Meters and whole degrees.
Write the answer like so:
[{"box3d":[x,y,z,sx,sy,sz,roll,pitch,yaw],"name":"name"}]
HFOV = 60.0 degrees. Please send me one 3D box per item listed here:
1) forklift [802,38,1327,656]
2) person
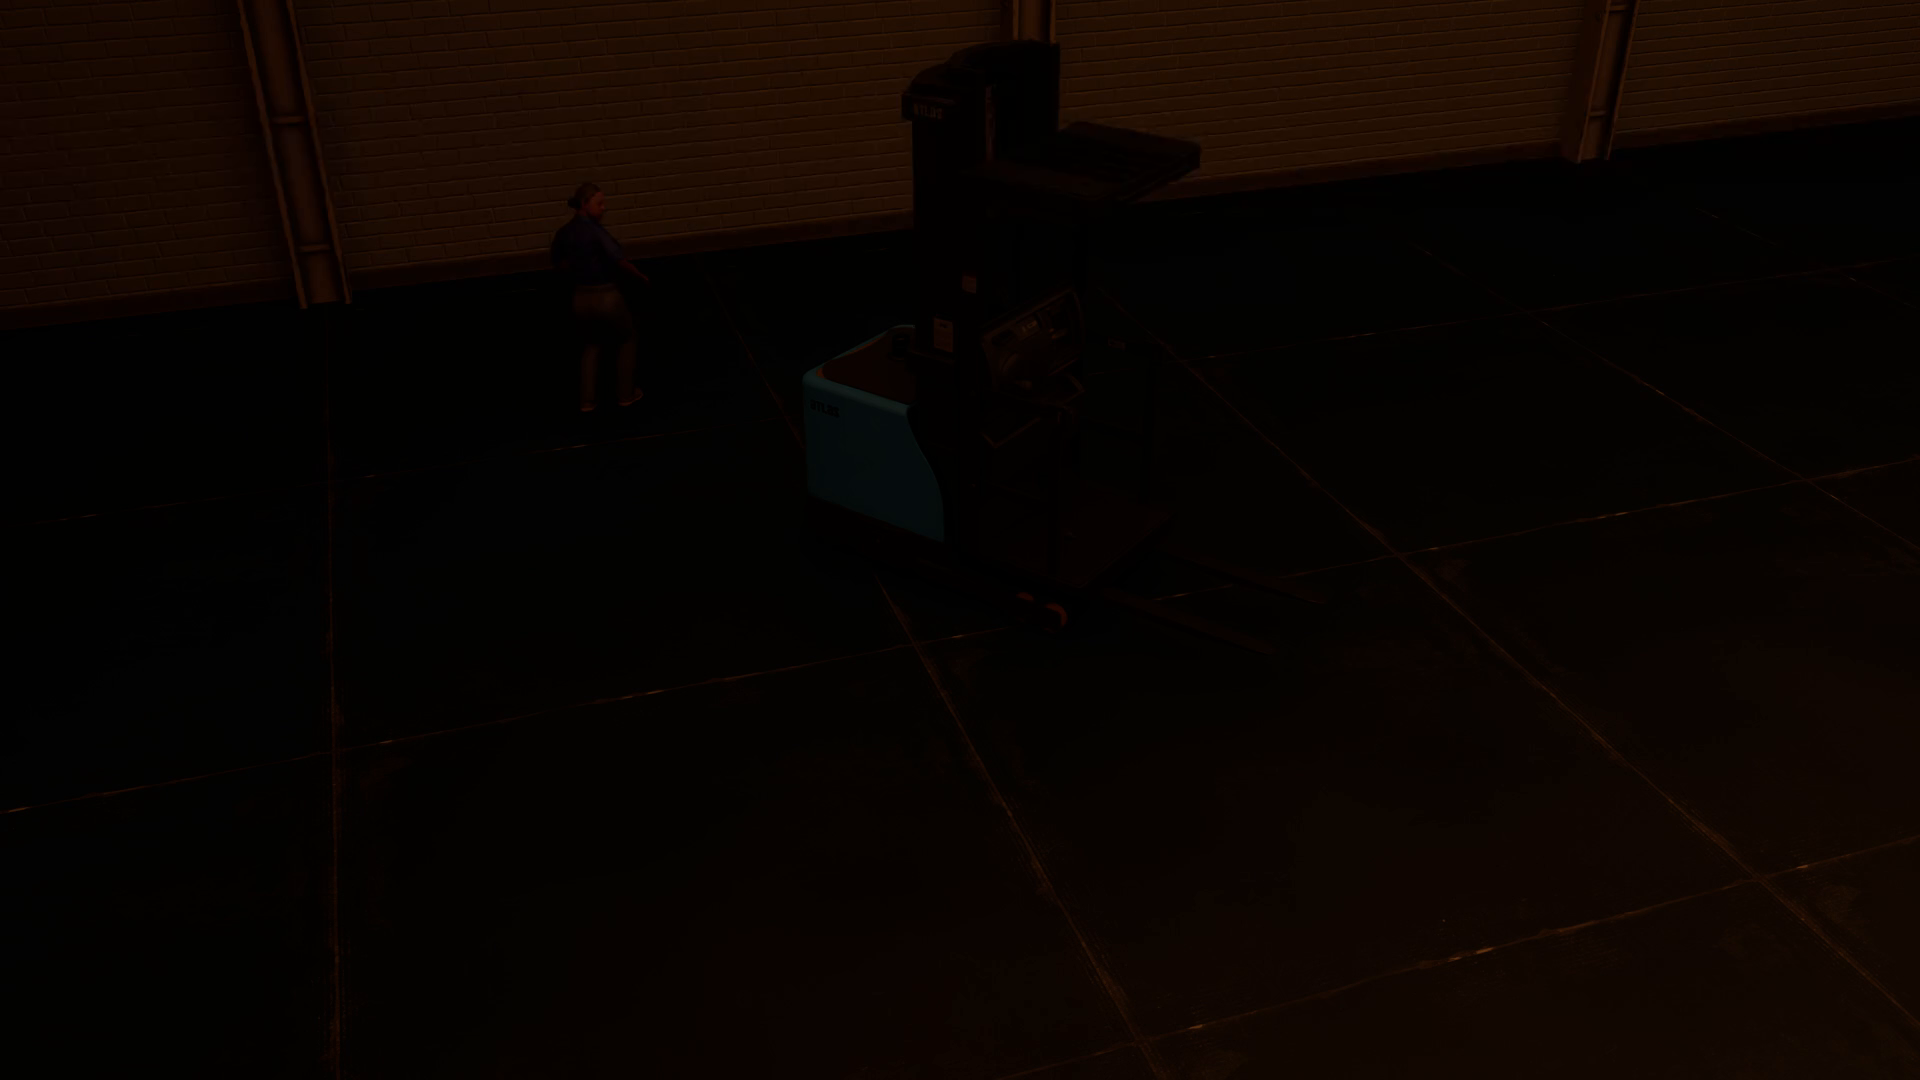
[{"box3d":[0.571,-1.060,8.929,3.031,2.935,1.130,20,35,30],"name":"forklift"},{"box3d":[-2.444,-1.642,11.314,0.690,1.608,0.523,11,32,19],"name":"person"}]
